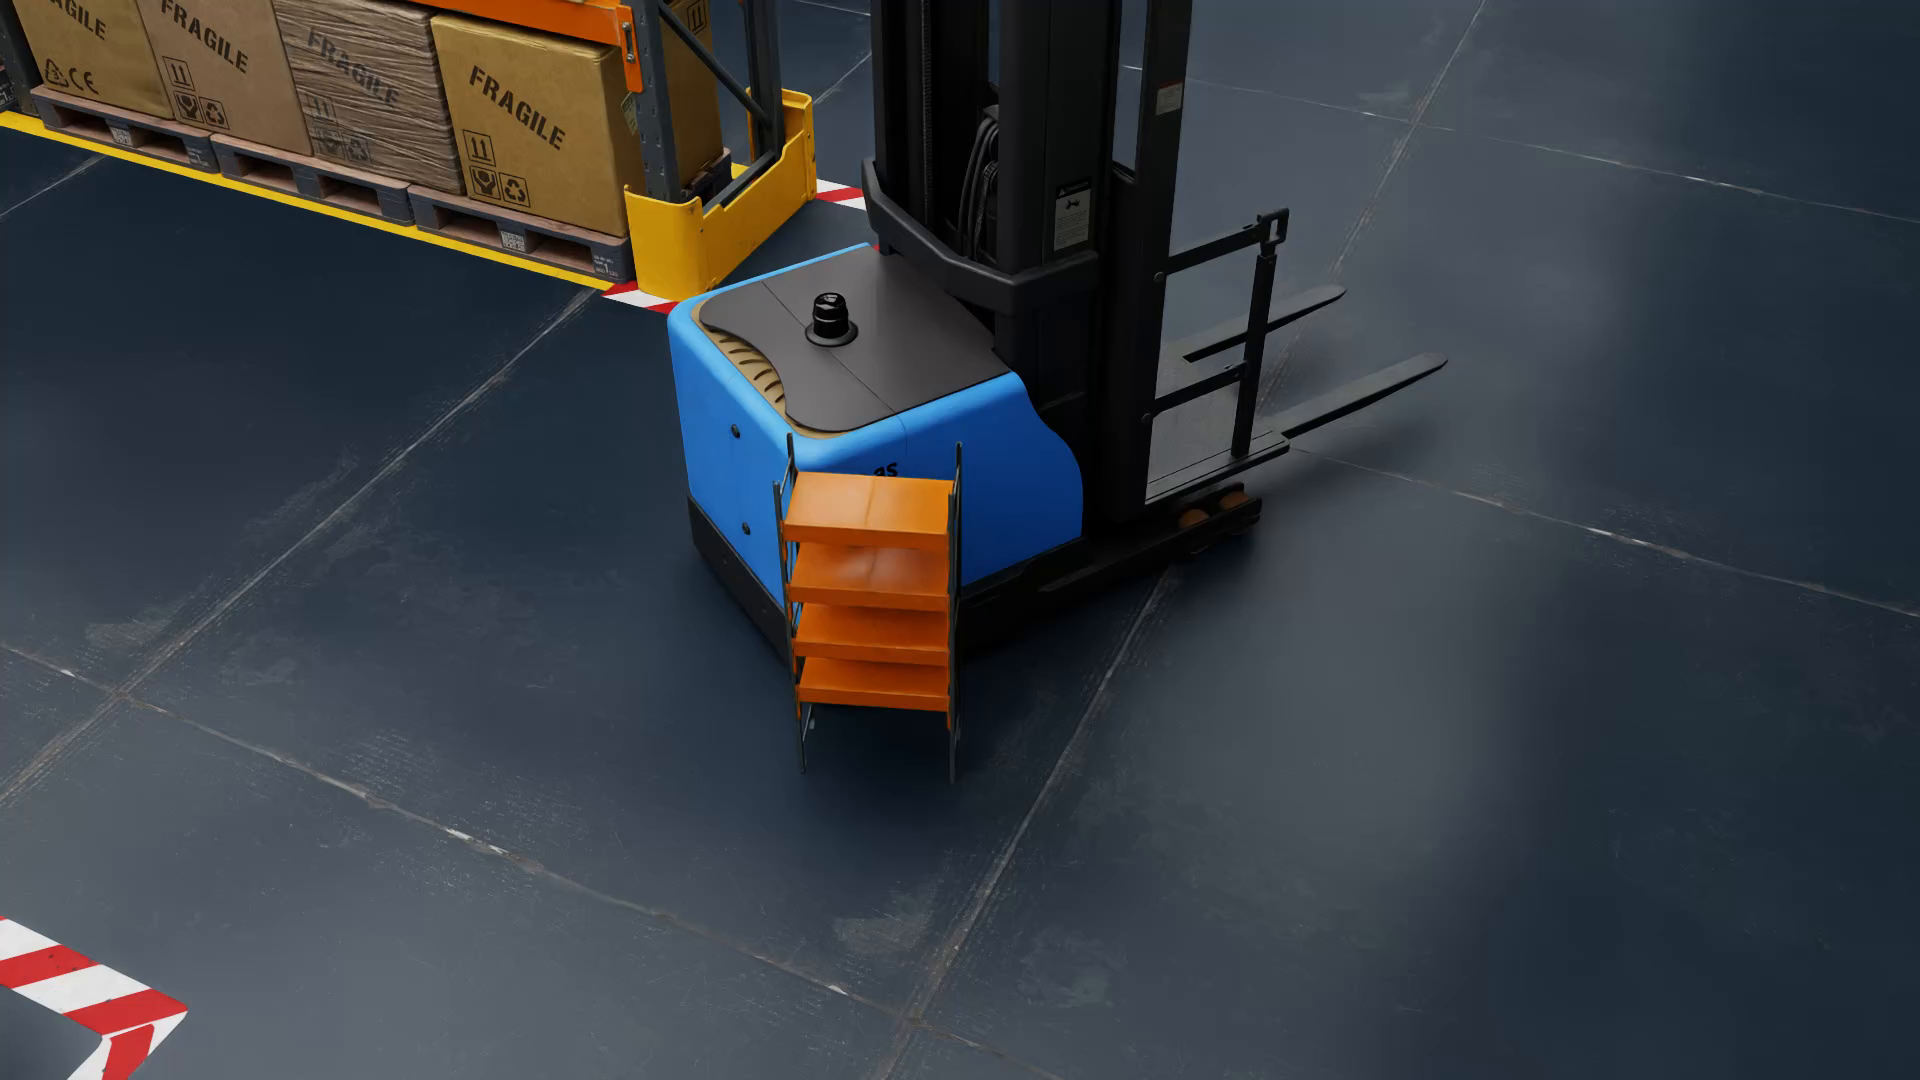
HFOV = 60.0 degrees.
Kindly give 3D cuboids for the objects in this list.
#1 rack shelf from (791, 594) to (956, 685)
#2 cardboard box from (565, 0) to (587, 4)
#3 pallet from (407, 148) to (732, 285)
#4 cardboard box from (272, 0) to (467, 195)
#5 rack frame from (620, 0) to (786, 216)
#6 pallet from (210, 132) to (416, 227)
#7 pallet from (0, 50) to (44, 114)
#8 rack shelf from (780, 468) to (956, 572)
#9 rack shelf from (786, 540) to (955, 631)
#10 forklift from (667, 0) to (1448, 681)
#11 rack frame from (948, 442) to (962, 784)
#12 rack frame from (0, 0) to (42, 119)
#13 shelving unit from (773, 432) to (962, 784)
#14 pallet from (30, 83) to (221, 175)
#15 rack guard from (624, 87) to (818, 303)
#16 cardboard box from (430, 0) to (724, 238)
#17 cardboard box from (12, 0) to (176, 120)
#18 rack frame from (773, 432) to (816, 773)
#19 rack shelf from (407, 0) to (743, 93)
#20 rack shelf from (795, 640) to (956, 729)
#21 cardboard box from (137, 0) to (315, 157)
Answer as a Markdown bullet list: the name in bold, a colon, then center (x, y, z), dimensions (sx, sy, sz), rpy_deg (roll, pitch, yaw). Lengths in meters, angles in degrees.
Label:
- **rack shelf**: center (-0.257, 0.287, 5.105), dimensions (0.480, 0.148, 0.258), rpy_deg (4, 41, 4)
- **cardboard box**: center (-1.570, -2.386, 6.905), dimensions (0.250, 0.149, 0.380), rpy_deg (18, 44, 19)
- **pallet**: center (-1.866, -1.699, 8.049), dimensions (1.213, 0.211, 1.003), rpy_deg (17, 44, 19)
- **cardboard box**: center (-2.547, -2.315, 7.933), dimensions (0.875, 0.875, 0.875), rpy_deg (17, 44, 19)
- **rack frame**: center (-1.108, -2.578, 6.934), dimensions (0.127, 3.000, 1.000), rpy_deg (17, 44, 19)
- **pallet**: center (-2.968, -2.038, 8.440), dimensions (1.213, 0.211, 1.003), rpy_deg (17, 44, 19)
- **pallet**: center (-5.464, -2.801, 9.320), dimensions (1.213, 0.211, 1.003), rpy_deg (17, 44, 19)
- **rack shelf**: center (-0.257, -0.061, 4.804), dimensions (0.480, 0.148, 0.258), rpy_deg (4, 41, 4)
- **rack shelf**: center (-0.257, 0.118, 4.959), dimensions (0.480, 0.148, 0.258), rpy_deg (4, 41, 4)
- **forklift**: center (0.531, -1.328, 5.544), dimensions (3.031, 2.935, 1.130), rpy_deg (-23, 46, -24)
- **rack frame**: center (-0.014, 0.252, 5.044), dimensions (0.015, 1.200, 0.240), rpy_deg (4, 41, 4)
- **rack frame**: center (-4.733, -3.686, 8.212), dimensions (0.127, 3.000, 1.000), rpy_deg (17, 44, 19)
- **shelving unit**: center (-0.257, 0.236, 5.061), dimensions (0.503, 1.200, 0.258), rpy_deg (4, 41, 4)
- **pallet**: center (-4.077, -2.375, 8.829), dimensions (1.213, 0.211, 1.003), rpy_deg (17, 44, 19)
- **rack guard**: center (-1.087, -1.627, 7.745), dimensions (0.348, 0.500, 1.175), rpy_deg (17, 44, 19)
- **cardboard box**: center (-1.722, -2.063, 7.642), dimensions (0.875, 0.875, 0.875), rpy_deg (17, 44, 19)
- **cardboard box**: center (-4.169, -2.811, 8.505), dimensions (0.875, 0.875, 0.875), rpy_deg (17, 44, 19)
- **rack frame**: center (-0.500, 0.221, 5.079), dimensions (0.015, 1.200, 0.240), rpy_deg (4, 41, 4)
- **rack shelf**: center (-2.921, -2.860, 7.809), dimensions (4.000, 0.370, 1.077), rpy_deg (17, 44, 19)
- **rack shelf**: center (-0.257, 0.437, 5.235), dimensions (0.480, 0.148, 0.258), rpy_deg (4, 41, 4)
- **cardboard box**: center (-3.353, -2.562, 8.217), dimensions (0.875, 0.875, 0.875), rpy_deg (17, 44, 19)
